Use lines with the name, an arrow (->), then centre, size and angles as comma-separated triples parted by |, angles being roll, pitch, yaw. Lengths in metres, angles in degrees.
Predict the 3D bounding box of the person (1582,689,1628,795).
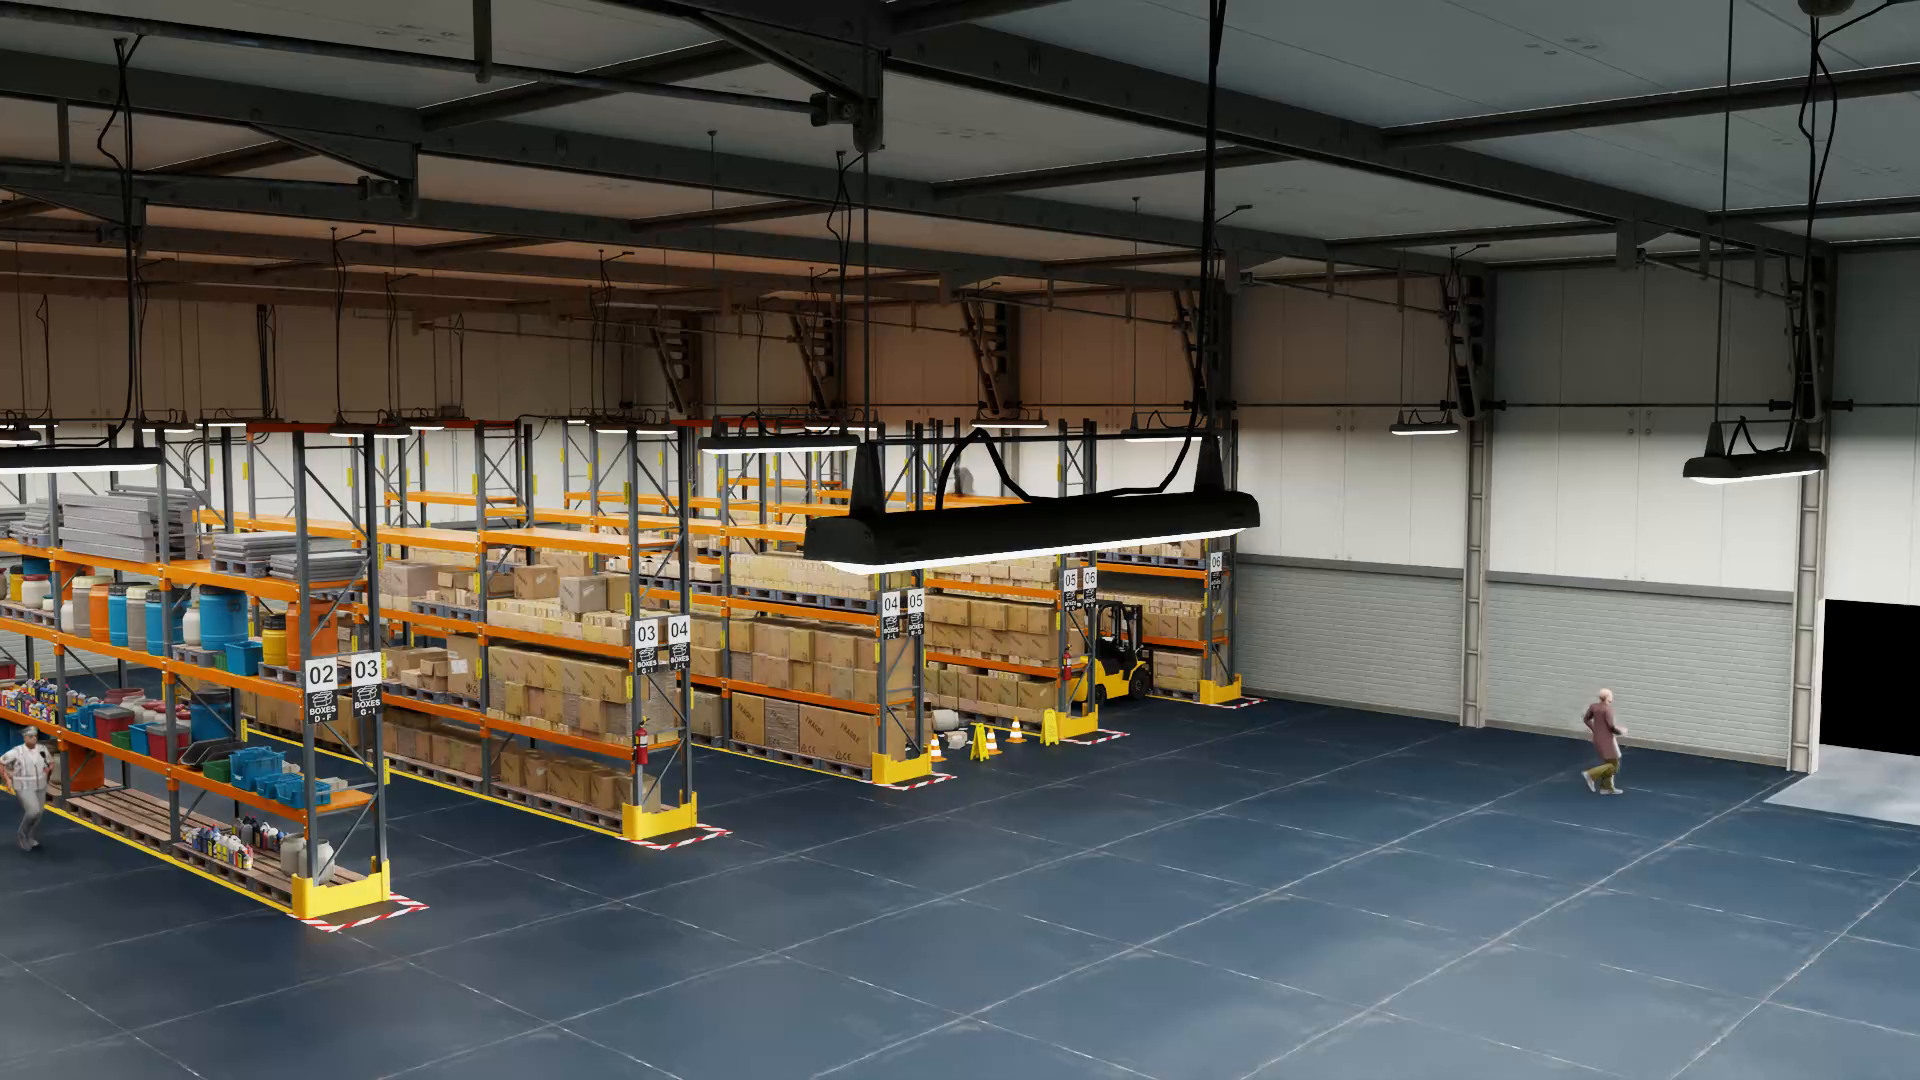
person -> 10.411, 3.262, 26.889 | 0.693, 1.736, 0.709 | -1, 5, -11

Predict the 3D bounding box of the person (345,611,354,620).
person -> -13.656, 2.406, 37.131 | 0.767, 1.727, 0.938 | -2, 5, -22

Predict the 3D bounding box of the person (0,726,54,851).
person -> -13.176, 3.525, 23.622 | 0.653, 1.762, 0.652 | 3, 5, 29
